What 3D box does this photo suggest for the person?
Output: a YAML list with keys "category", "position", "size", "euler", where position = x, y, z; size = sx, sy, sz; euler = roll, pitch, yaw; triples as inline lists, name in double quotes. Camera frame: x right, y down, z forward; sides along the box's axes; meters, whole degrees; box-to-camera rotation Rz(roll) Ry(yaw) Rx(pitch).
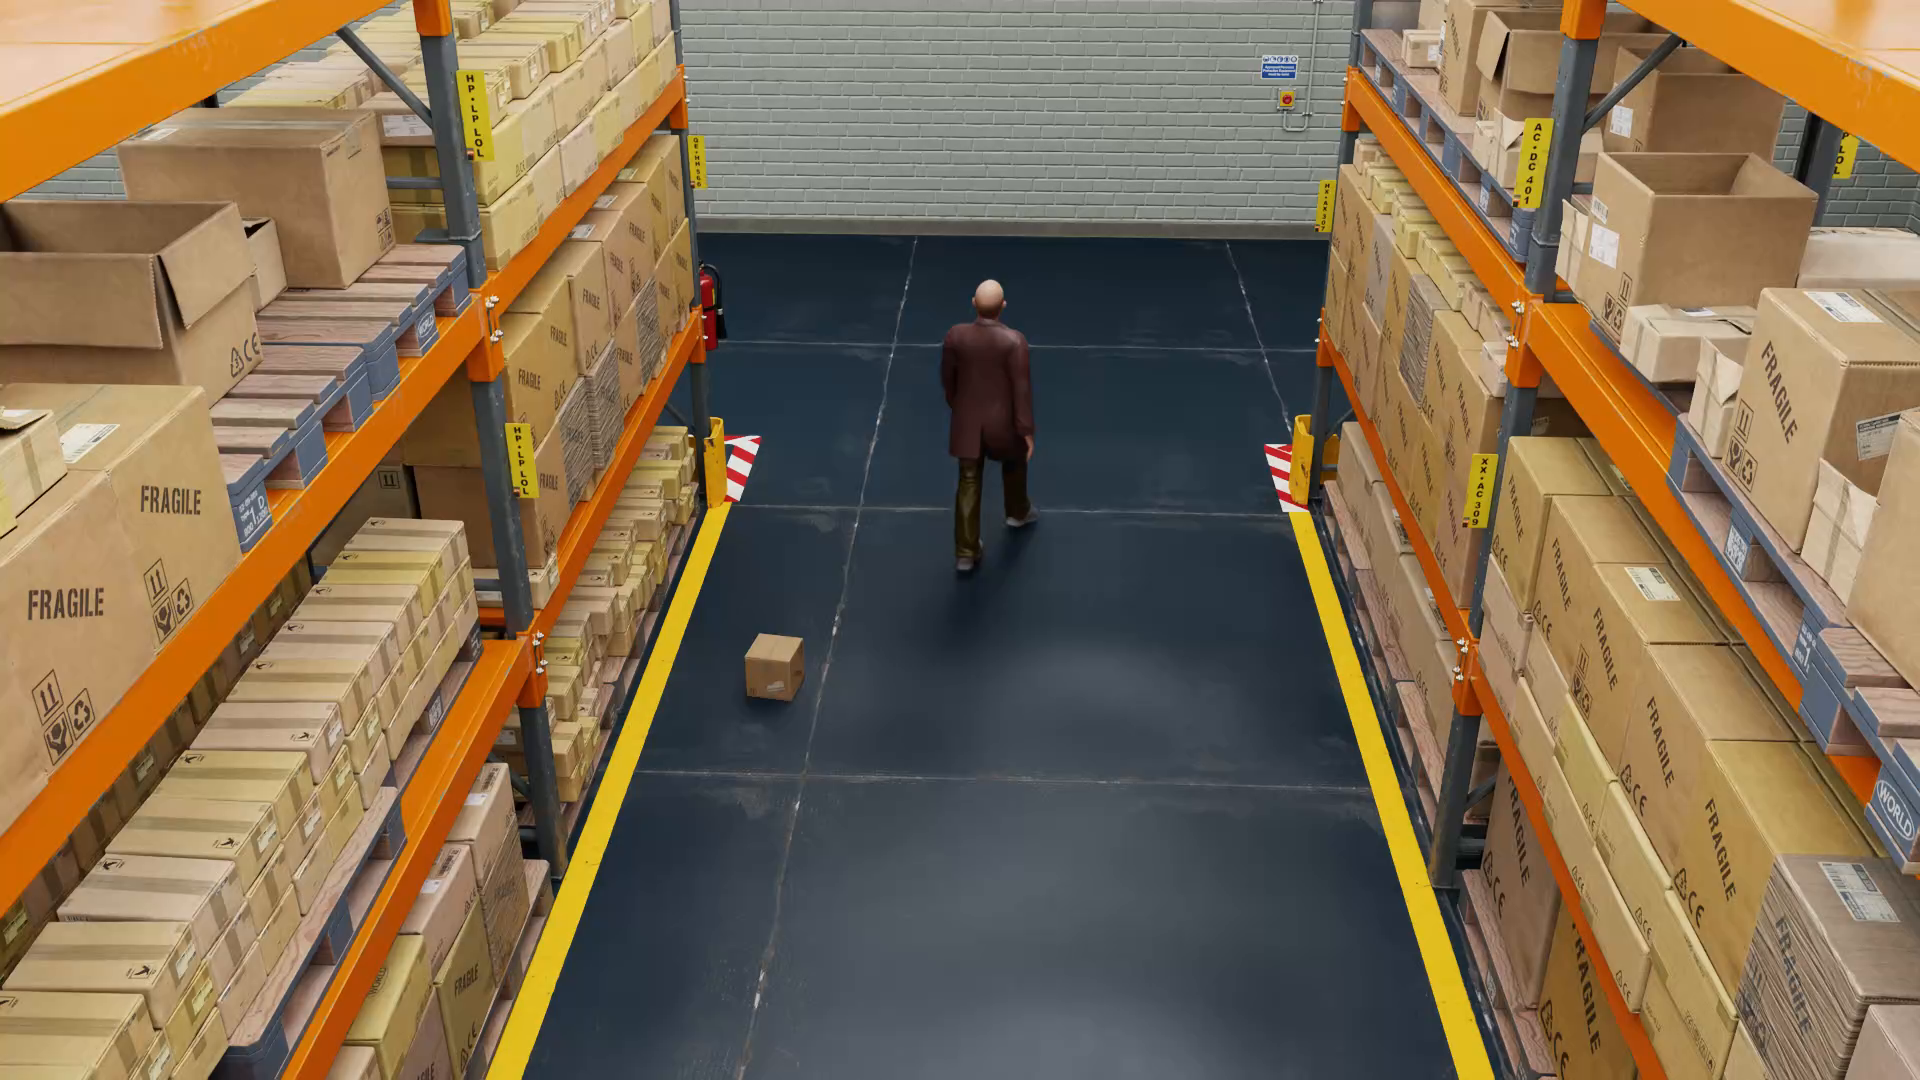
- category: "person"
  position: [0.193, -0.759, 10.068]
  size: [0.621, 1.763, 0.976]
  euler: [6, 28, 11]
